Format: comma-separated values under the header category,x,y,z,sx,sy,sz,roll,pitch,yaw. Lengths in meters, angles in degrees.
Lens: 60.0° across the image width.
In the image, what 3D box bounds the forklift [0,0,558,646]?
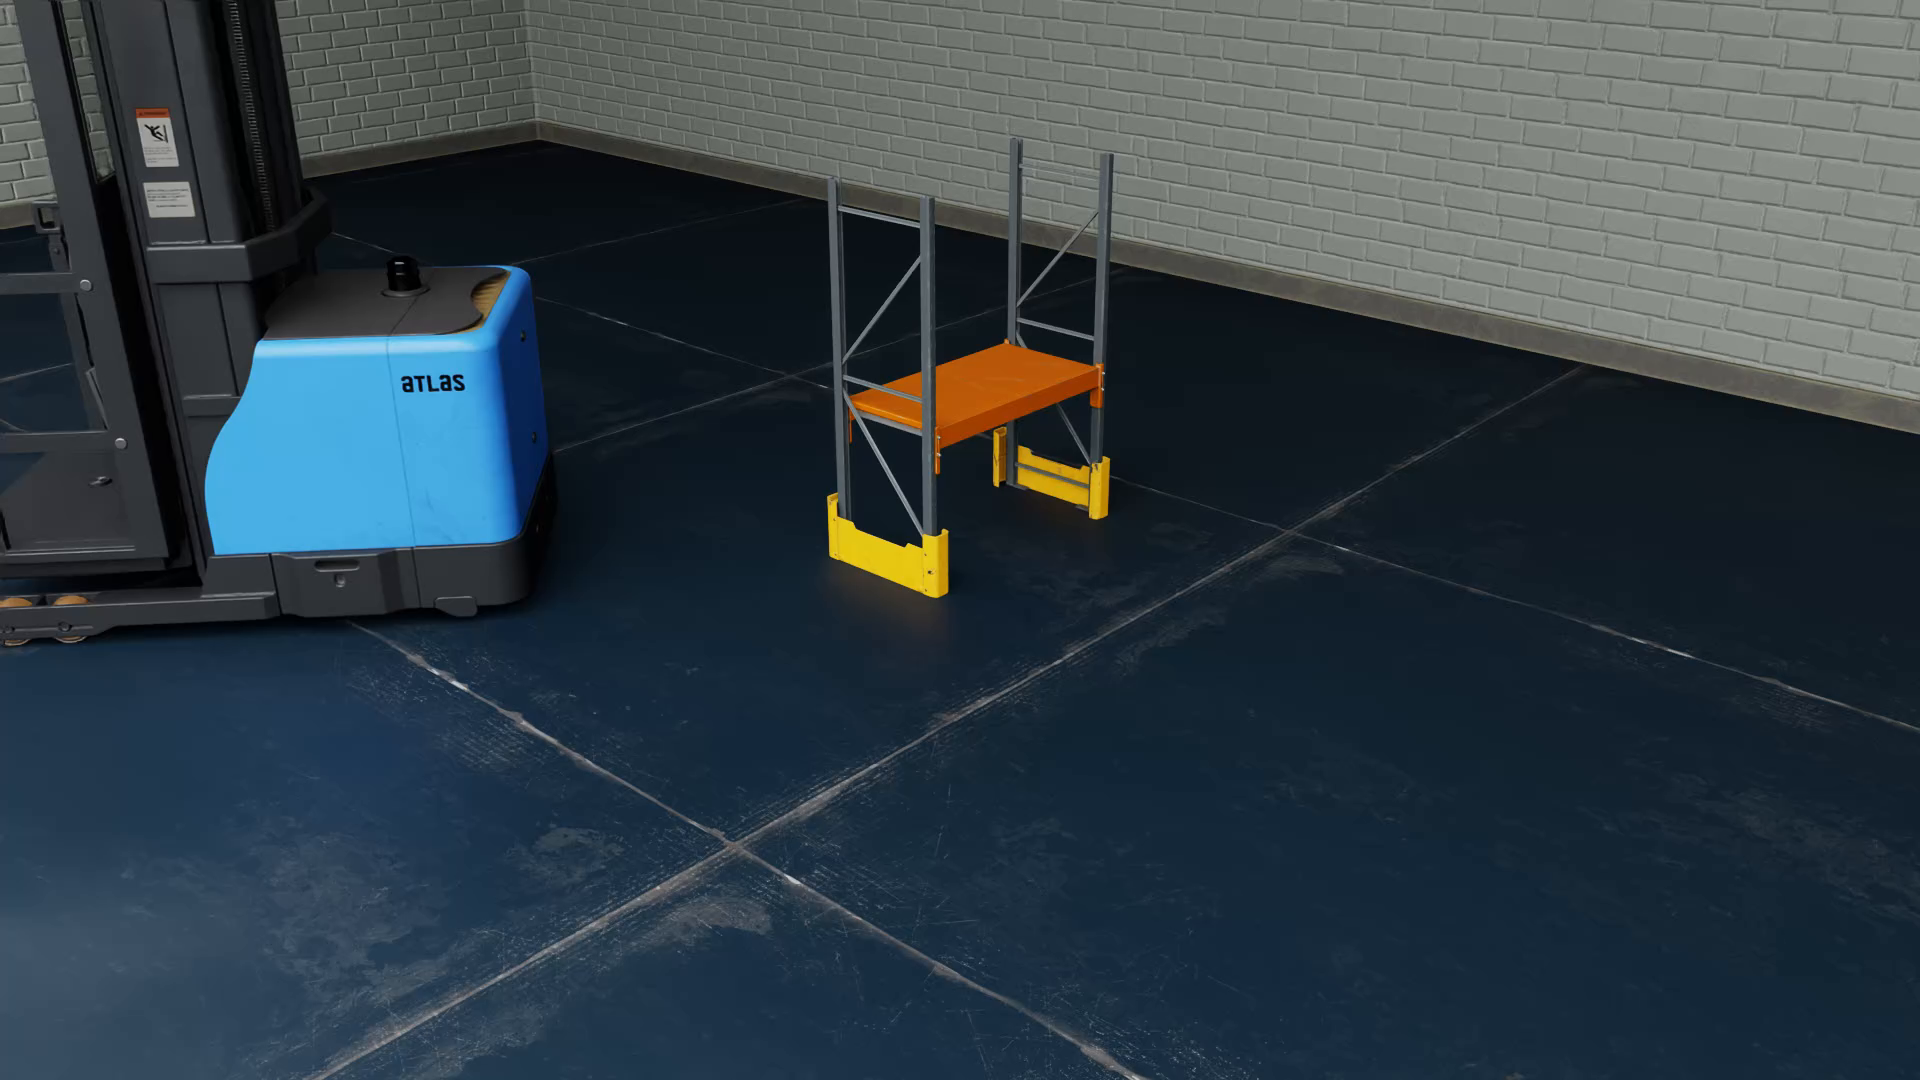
category,x,y,z,sx,sy,sz,roll,pitch,yaw
forklift,-3.135,-1.190,5.821,3.031,2.935,1.130,-2,24,-5

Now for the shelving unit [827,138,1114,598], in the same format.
category,x,y,z,sx,sy,sz,roll,pitch,yaw
shelving unit,0.051,-0.708,6.495,0.587,1.500,1.083,20,31,38

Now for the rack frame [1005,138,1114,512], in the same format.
category,x,y,z,sx,sy,sz,roll,pitch,yaw
rack frame,0.396,-0.865,6.847,0.500,1.500,0.032,20,31,38

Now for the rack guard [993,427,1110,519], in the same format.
category,x,y,z,sx,sy,sz,roll,pitch,yaw
rack guard,0.383,-0.289,7.089,0.587,0.250,0.087,20,31,38

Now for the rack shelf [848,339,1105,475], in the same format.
category,x,y,z,sx,sy,sz,roll,pitch,yaw
rack shelf,0.057,-0.546,6.575,0.538,0.185,1.000,20,31,38

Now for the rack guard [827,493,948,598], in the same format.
category,x,y,z,sx,sy,sz,roll,pitch,yaw
rack guard,-0.281,0.014,6.412,0.587,0.250,0.087,20,31,38

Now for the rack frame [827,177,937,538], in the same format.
category,x,y,z,sx,sy,sz,roll,pitch,yaw
rack frame,-0.282,-0.555,6.156,0.500,1.500,0.032,20,31,38
